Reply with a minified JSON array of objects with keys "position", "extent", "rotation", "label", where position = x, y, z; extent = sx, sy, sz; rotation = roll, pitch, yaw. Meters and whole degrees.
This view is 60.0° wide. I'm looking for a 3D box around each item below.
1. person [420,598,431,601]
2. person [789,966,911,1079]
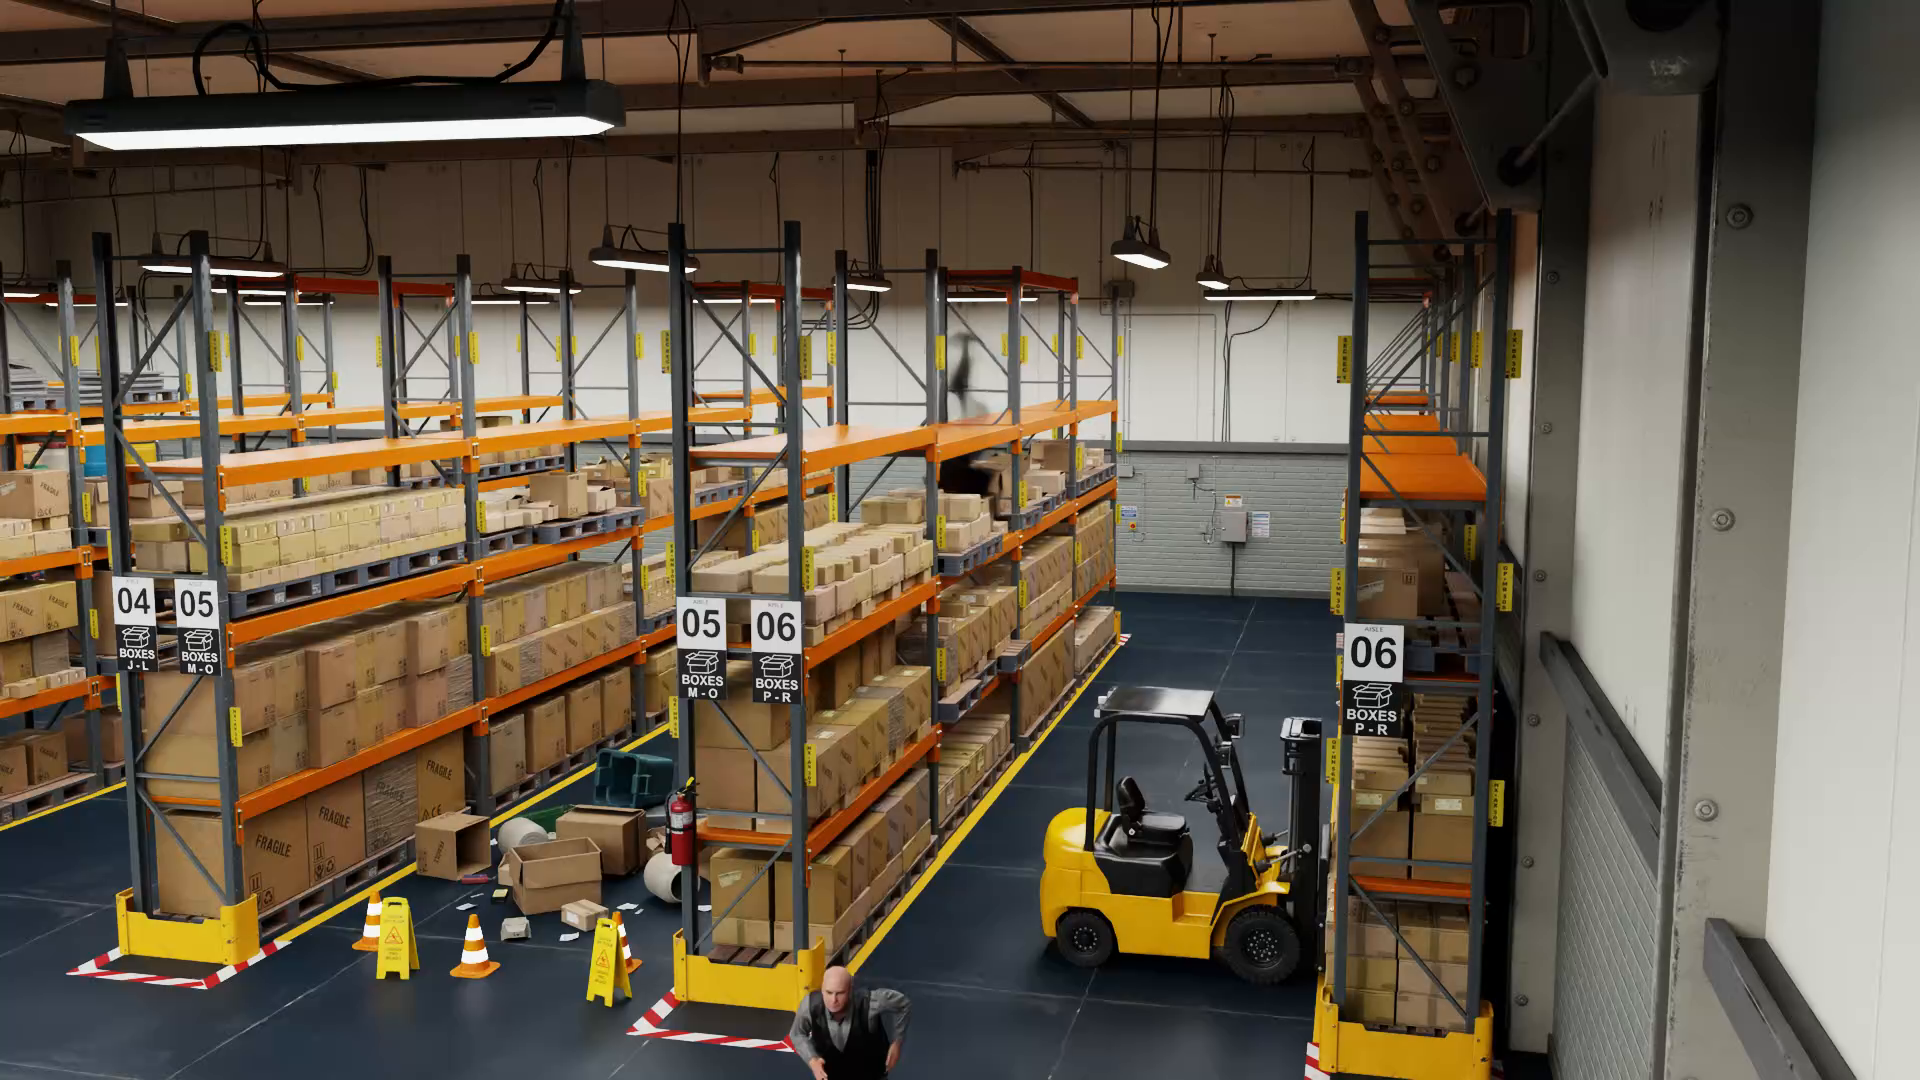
[{"position":[-7.398,1.546,23.699],"extent":[0.556,1.548,0.892],"rotation":[3,7,21],"label":"person"},{"position":[-0.623,3.195,9.818],"extent":[0.701,1.680,0.993],"rotation":[1,7,7],"label":"person"}]
